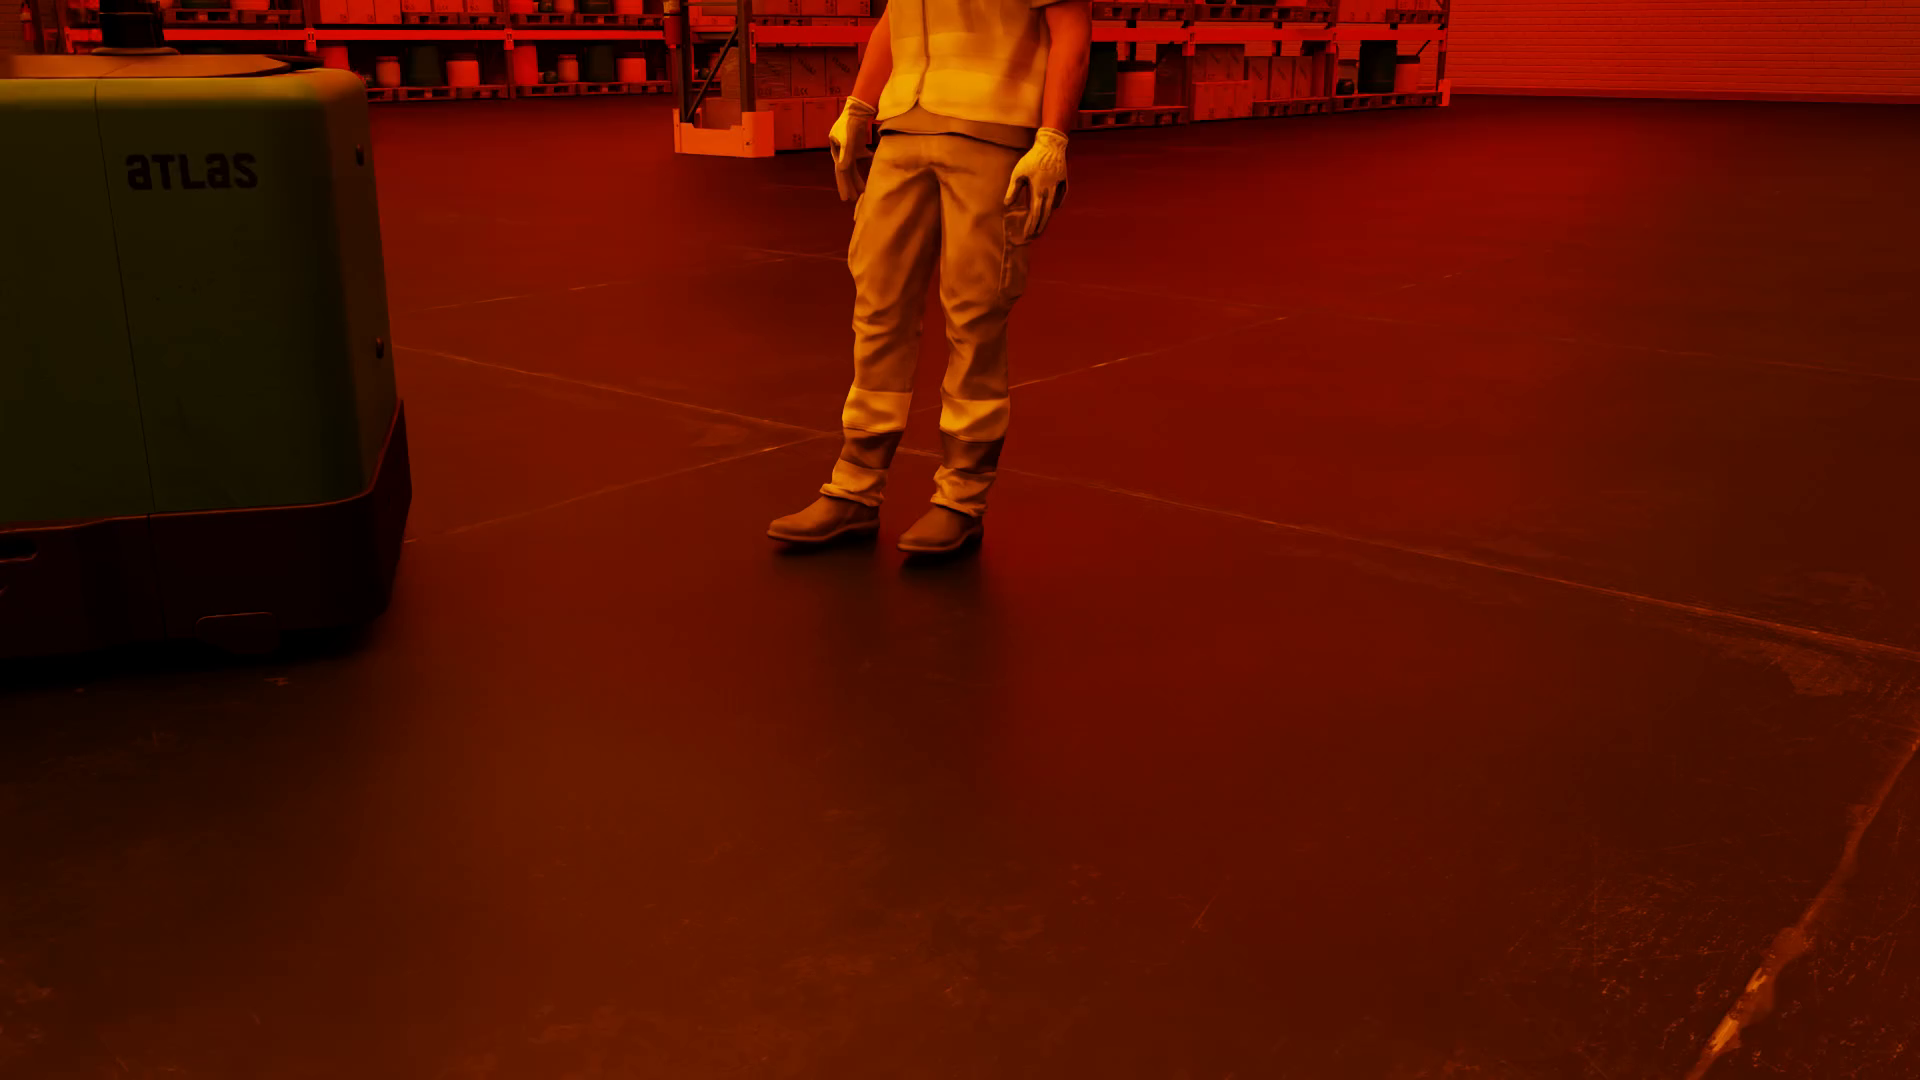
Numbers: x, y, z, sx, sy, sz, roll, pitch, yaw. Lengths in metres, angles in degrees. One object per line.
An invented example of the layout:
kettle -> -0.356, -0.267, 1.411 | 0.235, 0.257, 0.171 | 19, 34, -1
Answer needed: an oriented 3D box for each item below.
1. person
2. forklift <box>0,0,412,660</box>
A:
person -> -0.061, -0.848, 3.628 | 0.638, 1.788, 0.563 | 13, 21, 37
forklift -> -2.700, -1.215, 2.898 | 3.031, 2.935, 1.130 | -4, 17, -14
